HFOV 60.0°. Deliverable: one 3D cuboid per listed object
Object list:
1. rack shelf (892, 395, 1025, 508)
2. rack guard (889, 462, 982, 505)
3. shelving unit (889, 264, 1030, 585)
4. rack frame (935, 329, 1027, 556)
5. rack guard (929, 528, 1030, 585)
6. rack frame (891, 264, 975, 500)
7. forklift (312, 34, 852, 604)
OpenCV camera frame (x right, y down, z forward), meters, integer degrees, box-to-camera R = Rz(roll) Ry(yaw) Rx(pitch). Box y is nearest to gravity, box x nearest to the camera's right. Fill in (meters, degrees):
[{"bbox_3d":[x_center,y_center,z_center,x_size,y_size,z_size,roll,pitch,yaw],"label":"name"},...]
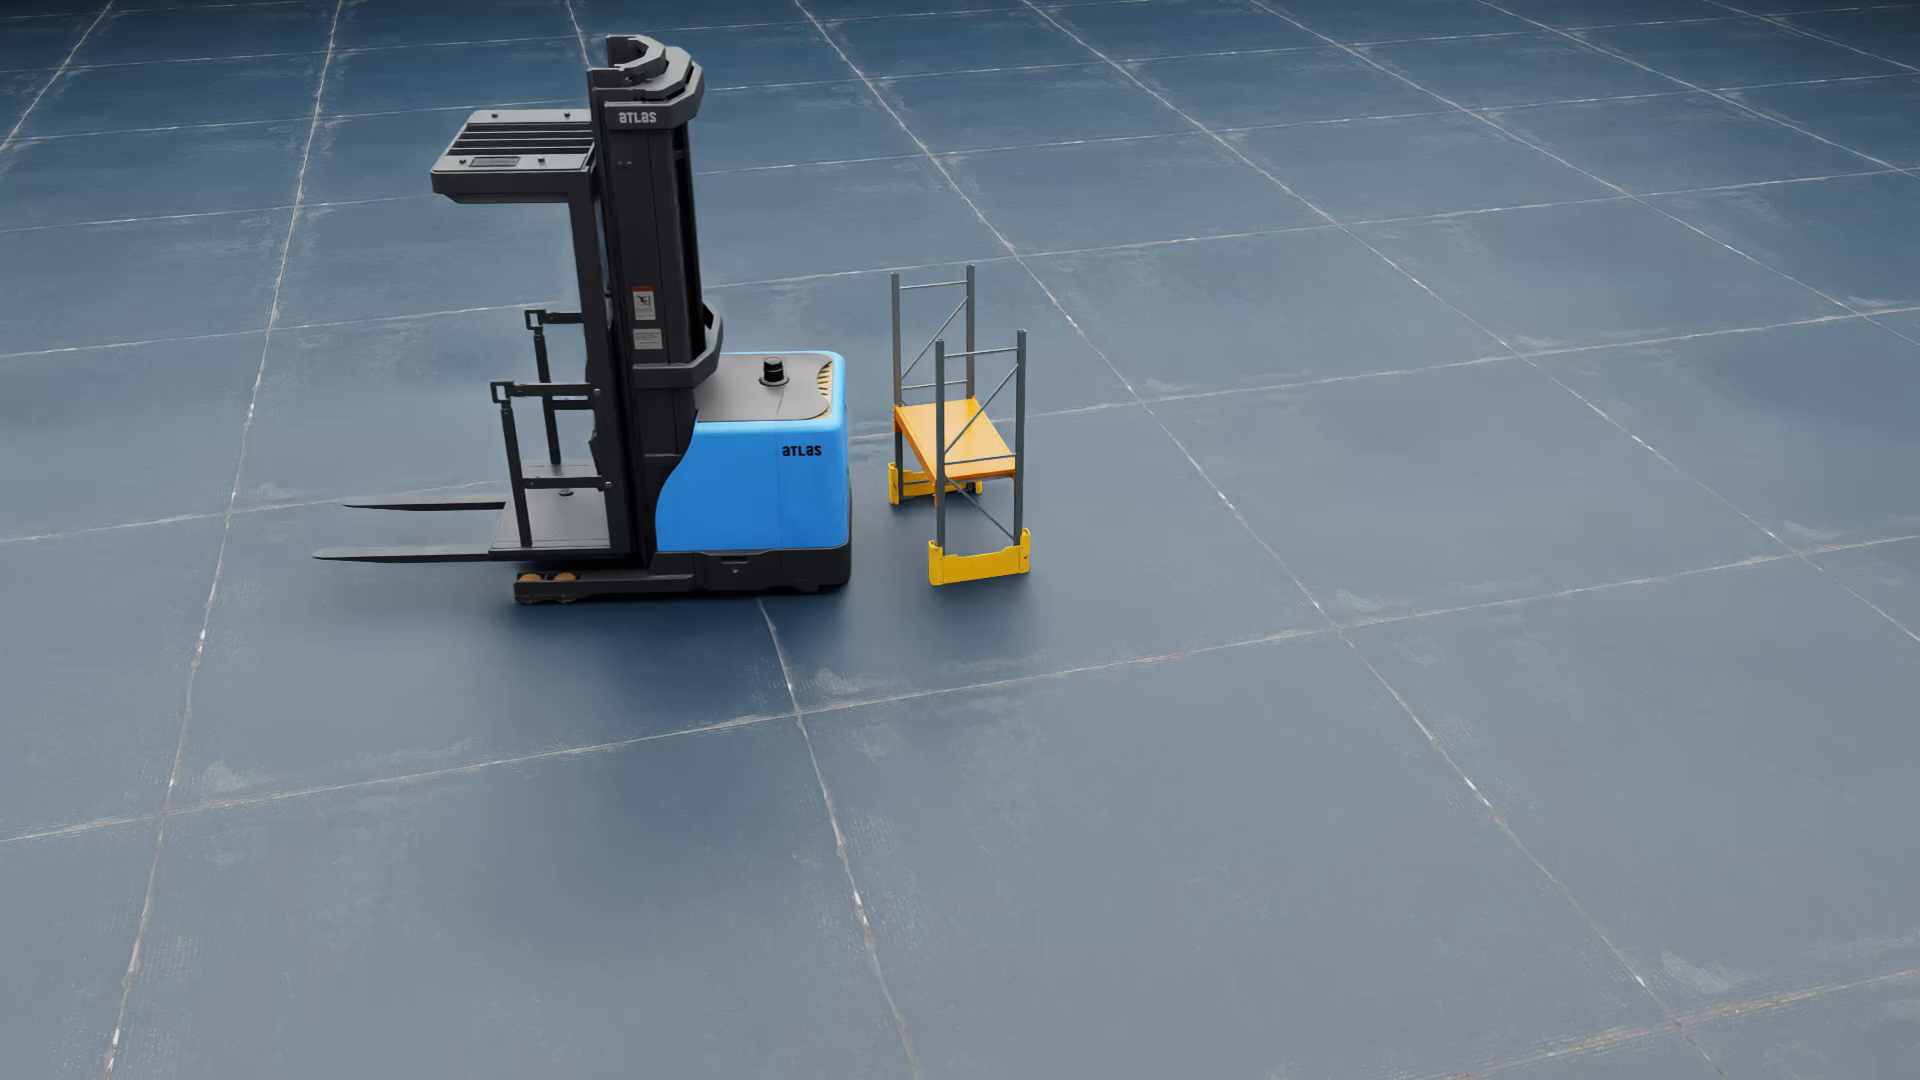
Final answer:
[{"bbox_3d":[-0.023,-0.535,9.767,0.538,0.185,1.000,-8,31,-13],"label":"rack shelf"},{"bbox_3d":[-0.152,-0.386,10.398,0.587,0.250,0.087,-8,31,-13],"label":"rack guard"},{"bbox_3d":[-0.020,-0.686,9.669,0.587,1.500,1.083,-8,31,-13],"label":"shelving unit"},{"bbox_3d":[0.112,-0.445,9.252,0.500,1.500,0.032,-8,31,-13],"label":"rack frame"},{"bbox_3d":[0.112,0.096,9.567,0.587,0.250,0.087,-8,31,-13],"label":"rack guard"},{"bbox_3d":[-0.158,-0.936,10.101,0.500,1.500,0.032,-8,31,-13],"label":"rack frame"},{"bbox_3d":[-2.157,-1.182,9.097,3.031,2.935,1.130,-1,30,-2],"label":"forklift"}]
